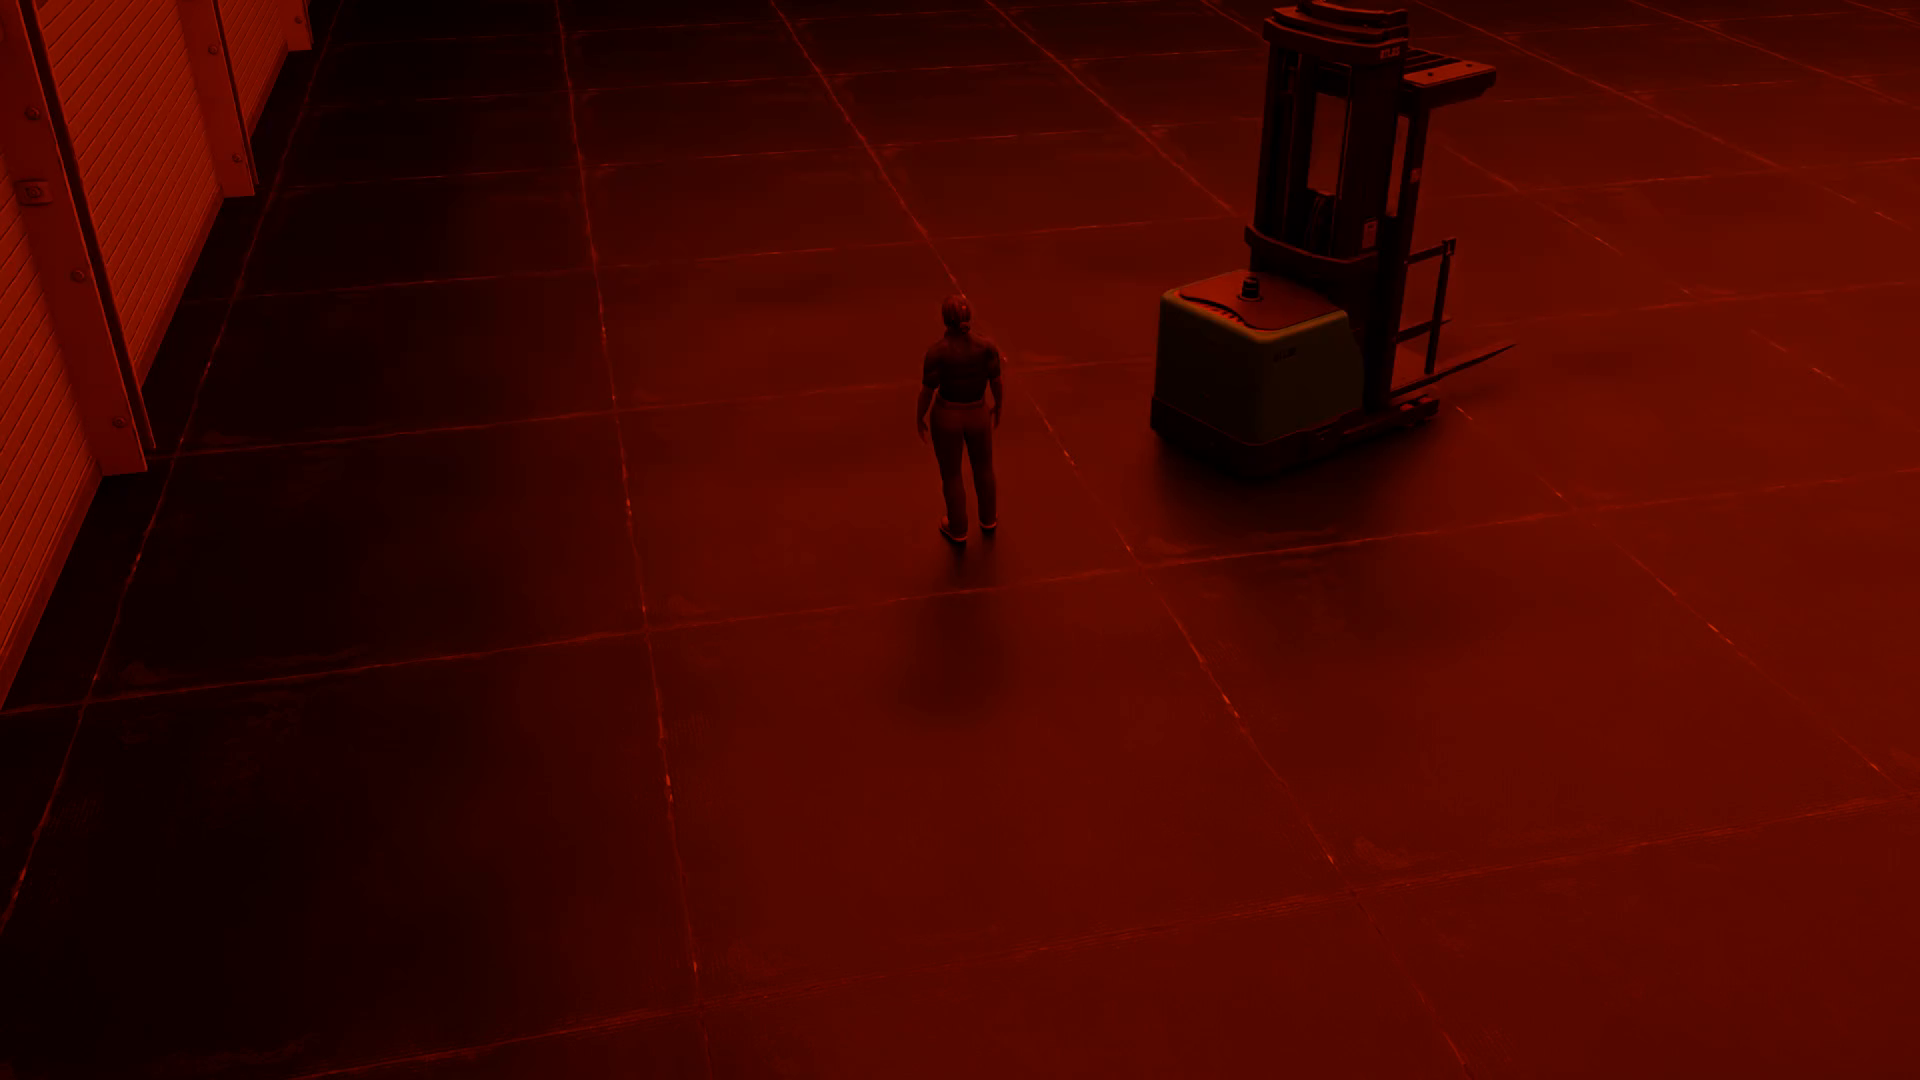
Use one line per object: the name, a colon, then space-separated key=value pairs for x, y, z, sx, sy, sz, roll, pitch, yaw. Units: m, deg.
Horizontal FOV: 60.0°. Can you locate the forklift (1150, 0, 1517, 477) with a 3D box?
forklift: x=2.829 y=-2.265 z=11.487 sx=3.031 sy=2.935 sz=1.130 roll=-20 pitch=36 yaw=-31

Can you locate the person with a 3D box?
person: x=-0.001 y=-0.767 z=10.160 sx=0.569 sy=1.654 sz=0.504 roll=-7 pitch=31 yaw=-12
